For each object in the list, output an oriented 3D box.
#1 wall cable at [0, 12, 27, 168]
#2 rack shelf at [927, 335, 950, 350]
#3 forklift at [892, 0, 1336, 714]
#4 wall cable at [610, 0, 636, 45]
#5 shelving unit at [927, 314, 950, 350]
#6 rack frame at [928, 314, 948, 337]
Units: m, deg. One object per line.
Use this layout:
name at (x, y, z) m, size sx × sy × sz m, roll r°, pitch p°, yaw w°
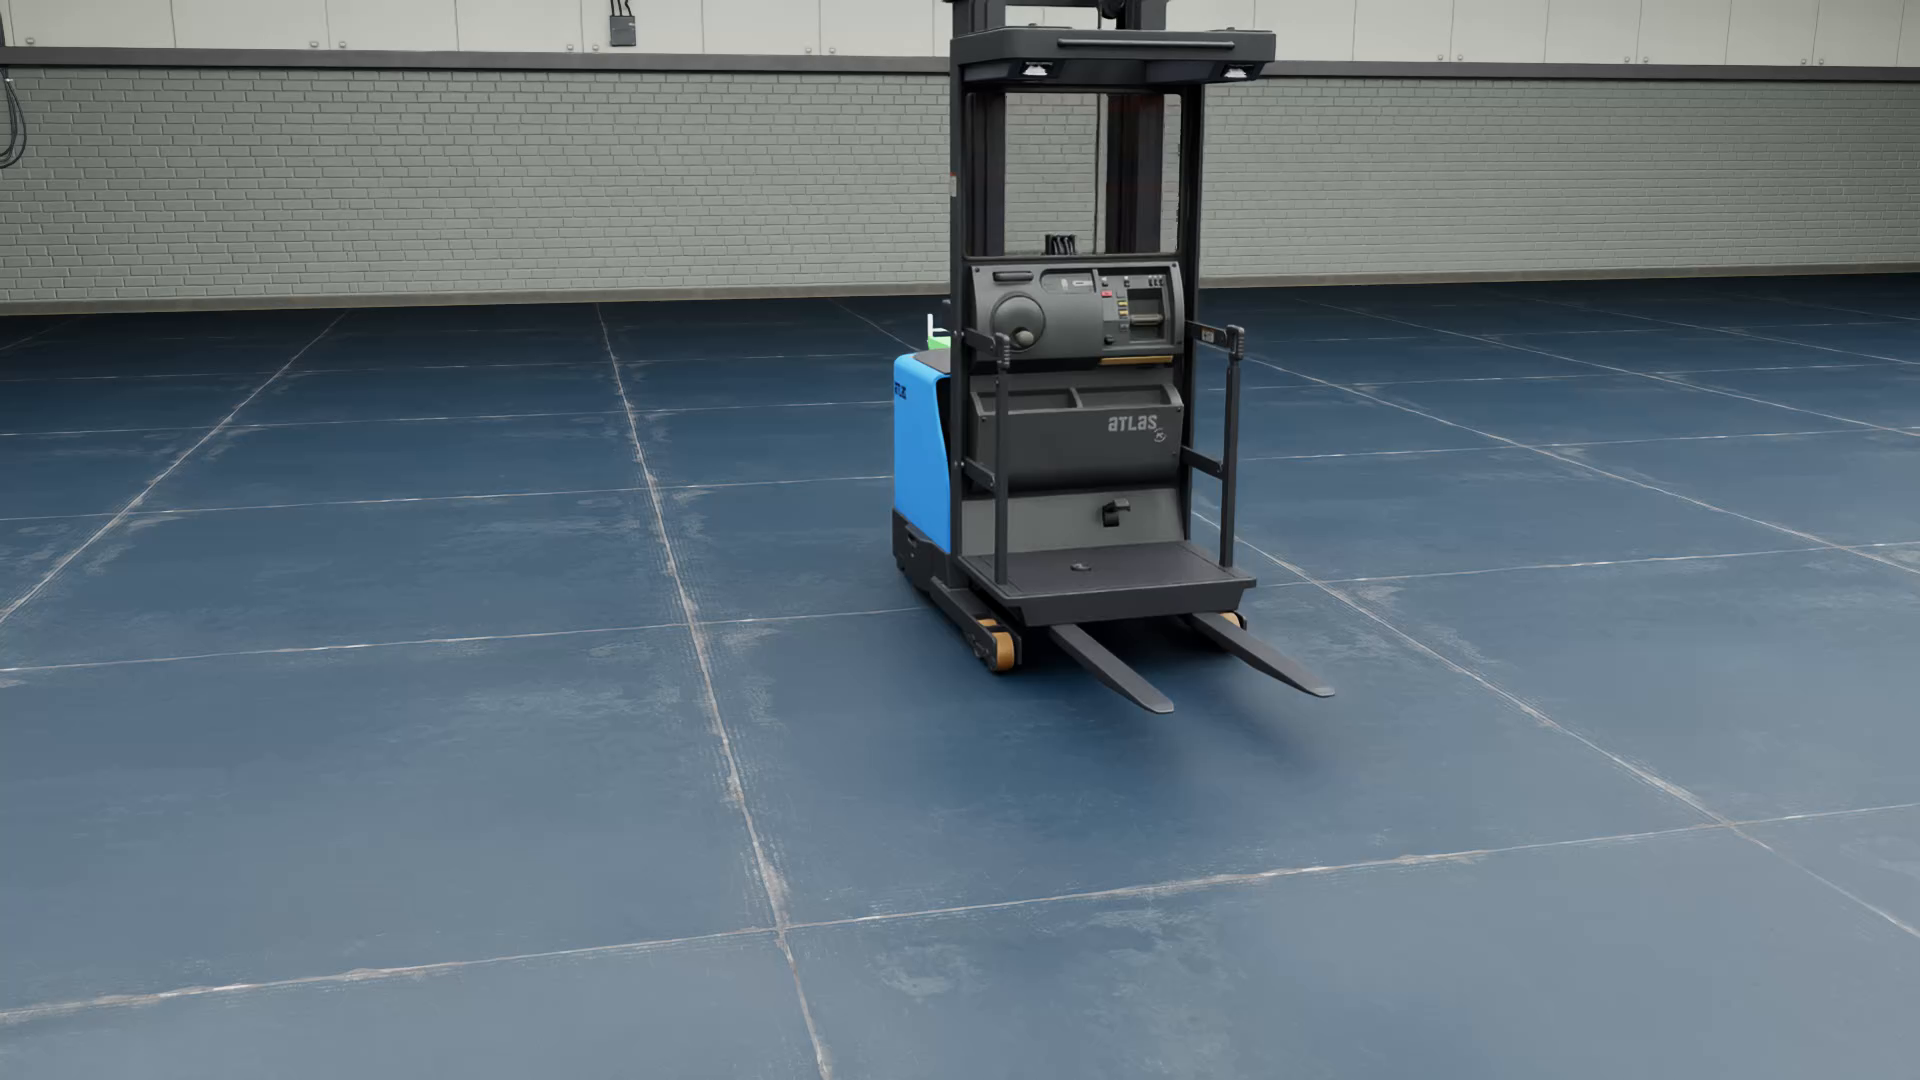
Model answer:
wall cable at (-12.477, -5.492, 18.988) m, size 3.097 × 2.526 × 0.112 m, roll -3°, pitch 14°, yaw -13°
rack shelf at (0.018, -0.957, 8.565) m, size 0.258 × 0.148 × 0.480 m, roll -4°, pitch 14°, yaw -16°
forklift at (0.564, -0.992, 6.811) m, size 1.130 × 2.935 × 3.031 m, roll -4°, pitch 14°, yaw -16°
wall cable at (-3.245, -9.178, 20.367) m, size 2.305 × 6.003 × 0.169 m, roll -3°, pitch 14°, yaw -13°
shelving unit at (0.018, -0.553, 8.663) m, size 0.258 × 1.200 × 0.503 m, roll -4°, pitch 14°, yaw -16°
rack frame at (-0.051, -0.609, 8.891) m, size 0.240 × 1.200 × 0.015 m, roll -4°, pitch 14°, yaw -16°
